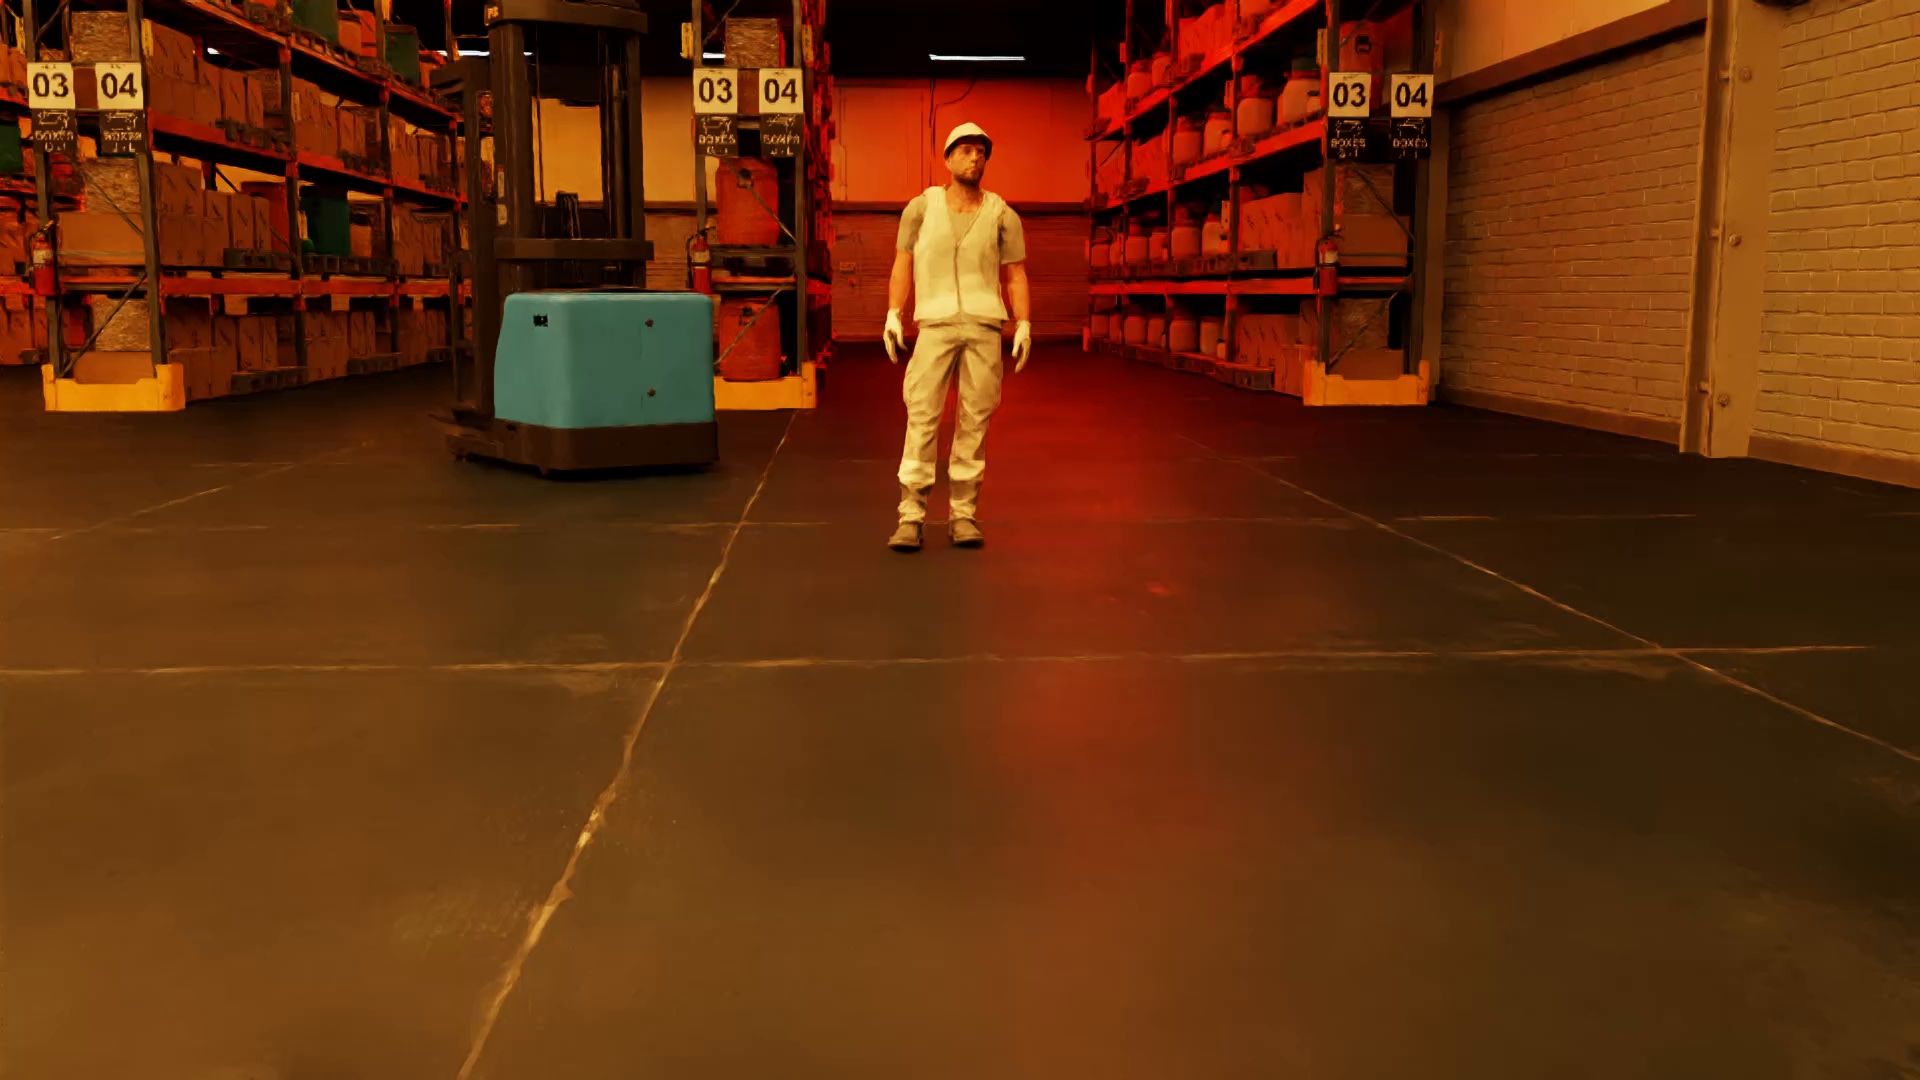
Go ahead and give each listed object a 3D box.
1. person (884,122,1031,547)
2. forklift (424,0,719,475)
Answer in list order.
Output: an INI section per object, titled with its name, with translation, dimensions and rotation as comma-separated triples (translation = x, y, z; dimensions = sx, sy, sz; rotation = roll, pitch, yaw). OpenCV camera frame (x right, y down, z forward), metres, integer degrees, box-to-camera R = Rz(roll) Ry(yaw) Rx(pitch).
[person]
translation = -0.006, -0.880, 7.097
dimensions = 0.637, 1.787, 0.563
rotation = -1, 8, -4
[forklift]
translation = -2.725, -1.999, 10.795
dimensions = 1.130, 2.935, 3.031
rotation = -6, 10, -35
